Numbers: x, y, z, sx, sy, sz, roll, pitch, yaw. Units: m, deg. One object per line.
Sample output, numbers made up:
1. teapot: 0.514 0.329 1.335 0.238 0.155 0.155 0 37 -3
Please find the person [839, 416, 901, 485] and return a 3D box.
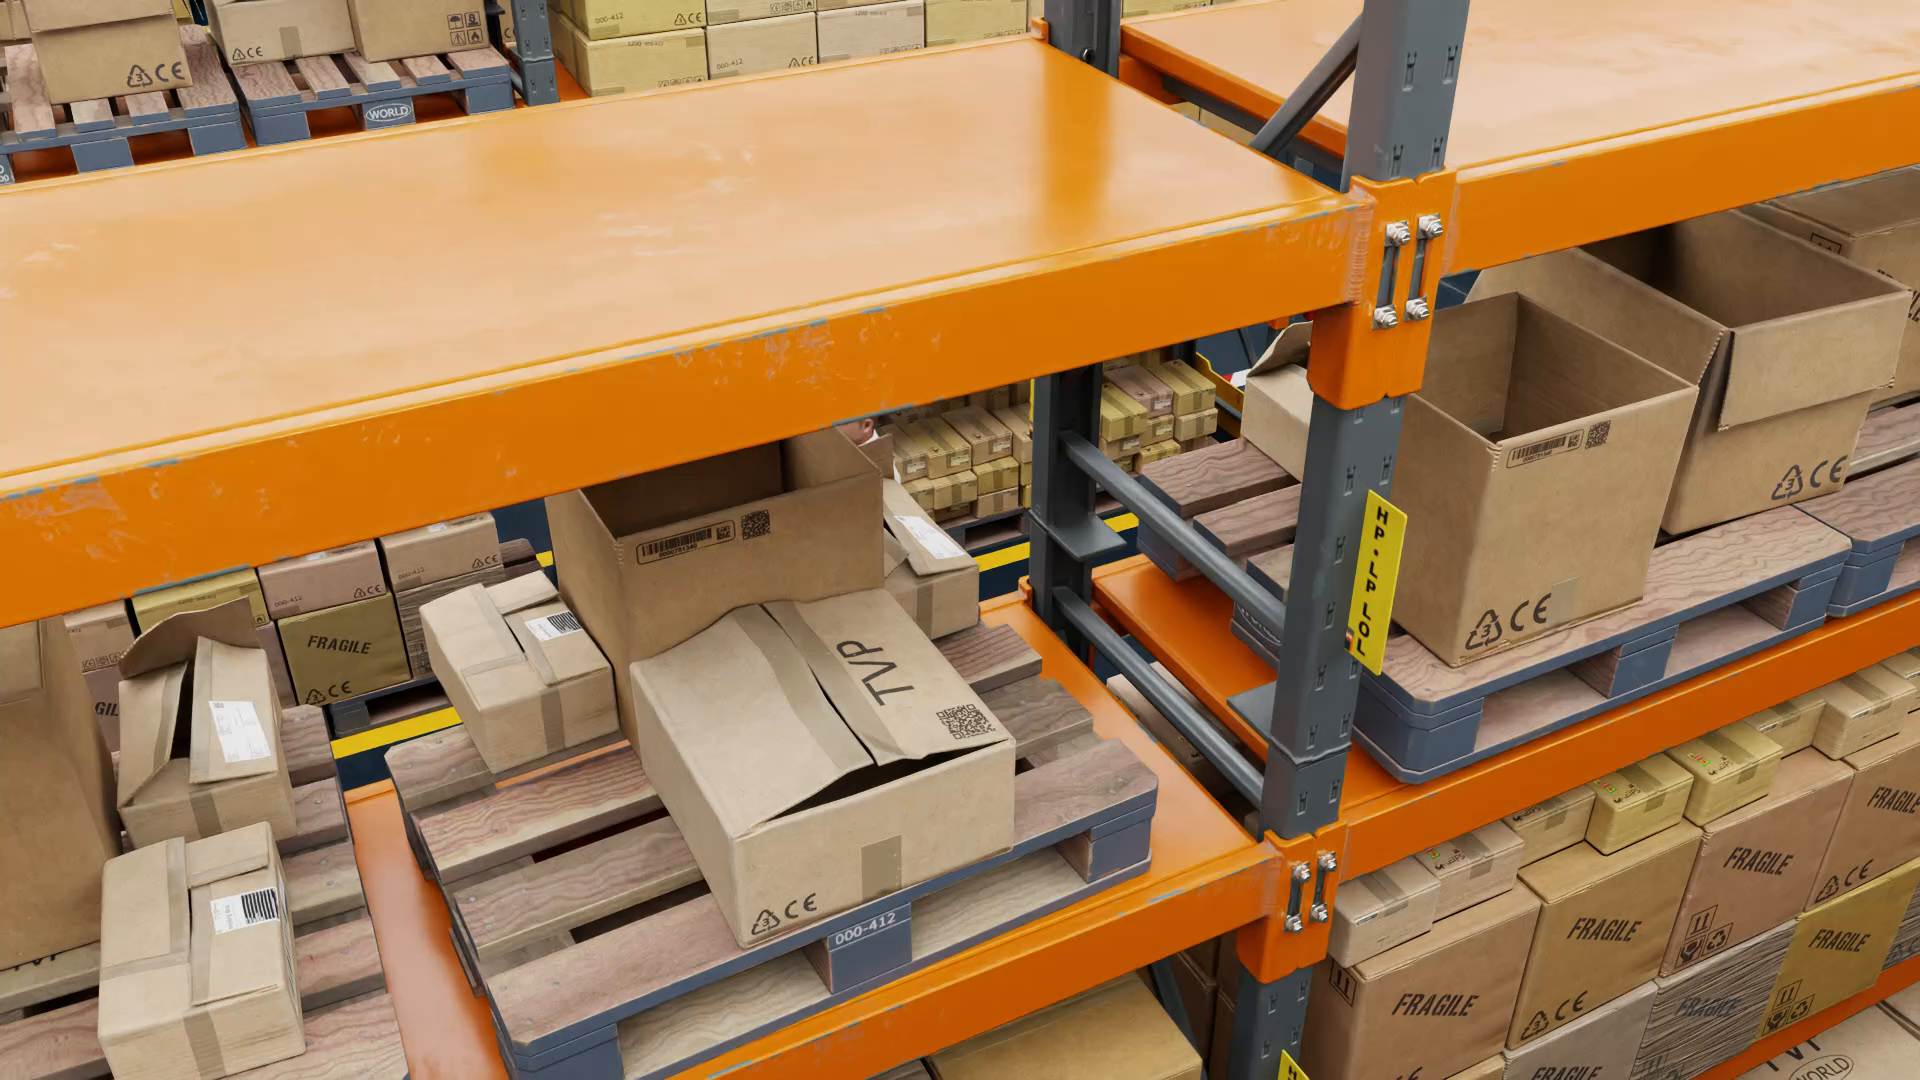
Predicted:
1. person: -0.475 0.125 7.445 0.418 1.781 0.560 -15 36 -22
